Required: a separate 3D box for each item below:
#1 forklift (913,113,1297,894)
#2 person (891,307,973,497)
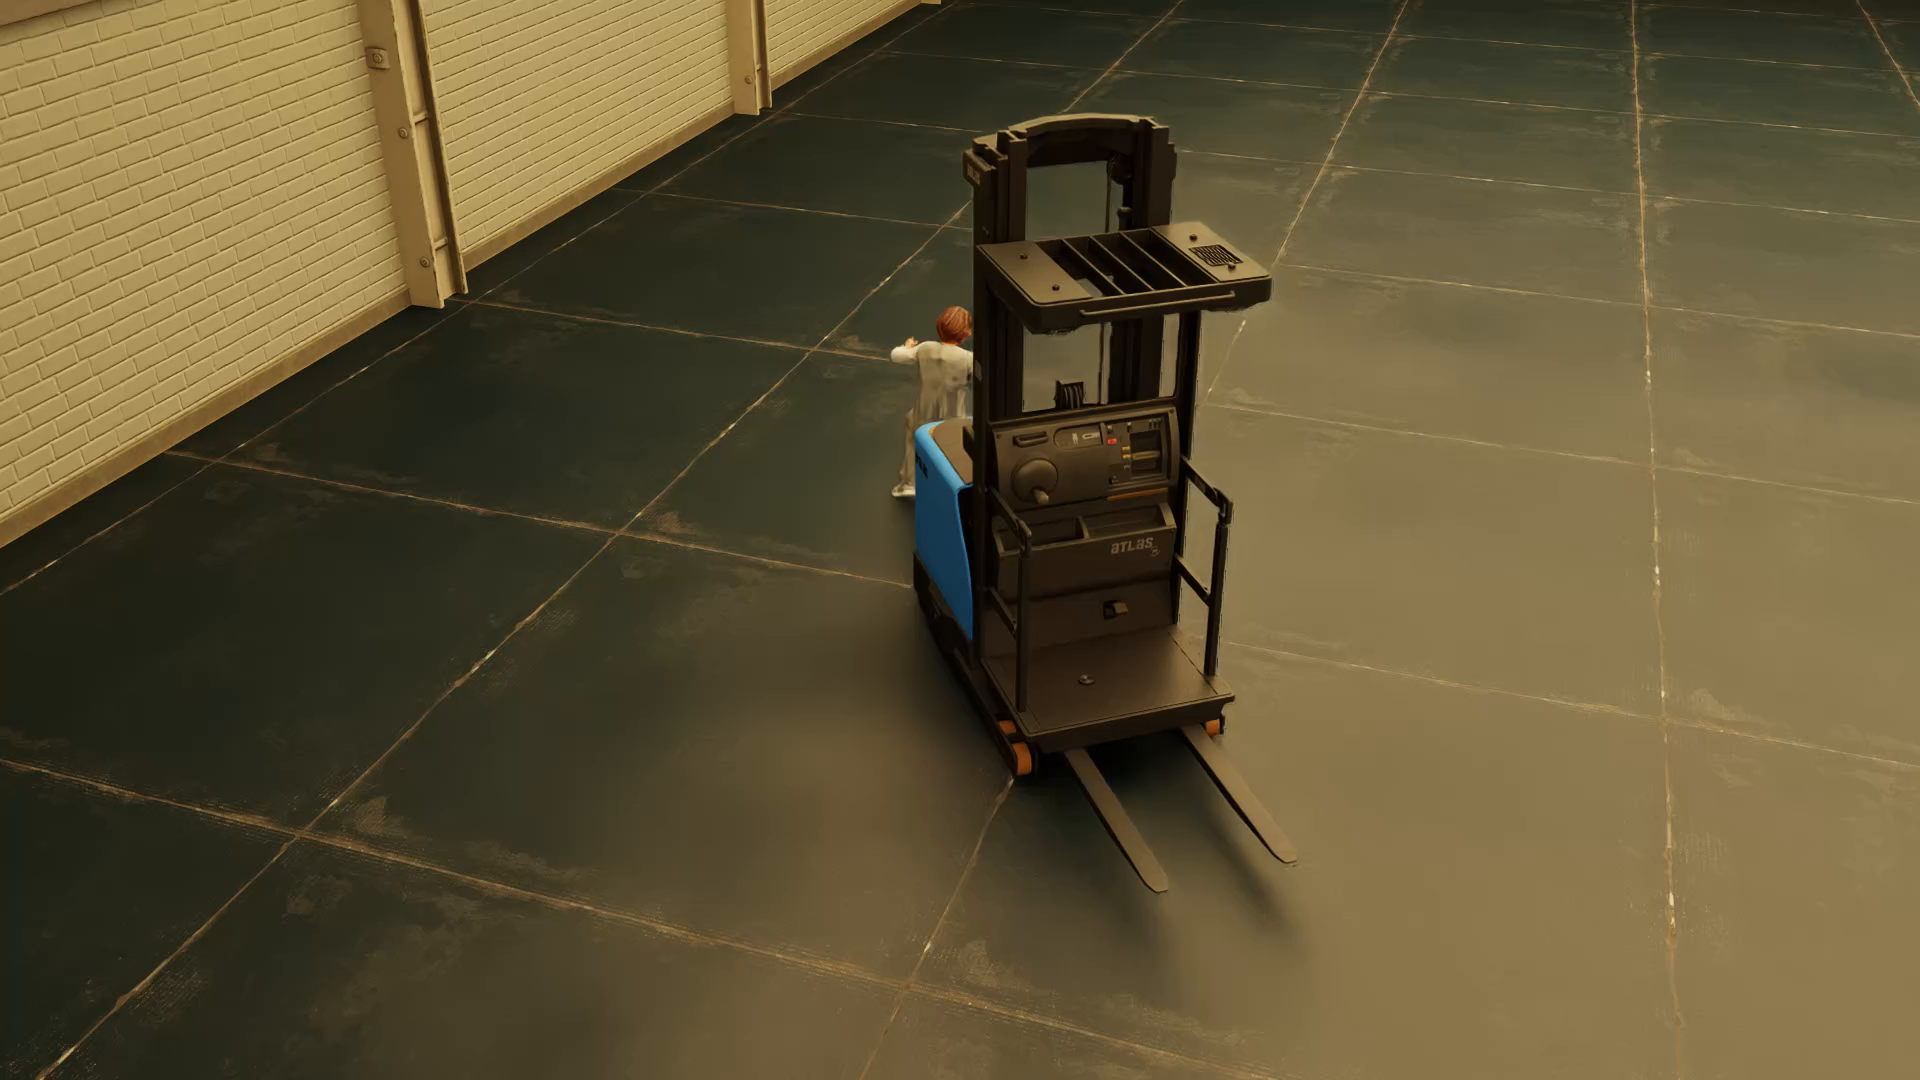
[{"bbox_3d":[0.677,-0.351,7.753,1.130,2.935,3.031,-9,31,-16],"label":"forklift"},{"bbox_3d":[-0.018,-0.791,10.102,0.904,1.366,0.662,14,33,23],"label":"person"}]
